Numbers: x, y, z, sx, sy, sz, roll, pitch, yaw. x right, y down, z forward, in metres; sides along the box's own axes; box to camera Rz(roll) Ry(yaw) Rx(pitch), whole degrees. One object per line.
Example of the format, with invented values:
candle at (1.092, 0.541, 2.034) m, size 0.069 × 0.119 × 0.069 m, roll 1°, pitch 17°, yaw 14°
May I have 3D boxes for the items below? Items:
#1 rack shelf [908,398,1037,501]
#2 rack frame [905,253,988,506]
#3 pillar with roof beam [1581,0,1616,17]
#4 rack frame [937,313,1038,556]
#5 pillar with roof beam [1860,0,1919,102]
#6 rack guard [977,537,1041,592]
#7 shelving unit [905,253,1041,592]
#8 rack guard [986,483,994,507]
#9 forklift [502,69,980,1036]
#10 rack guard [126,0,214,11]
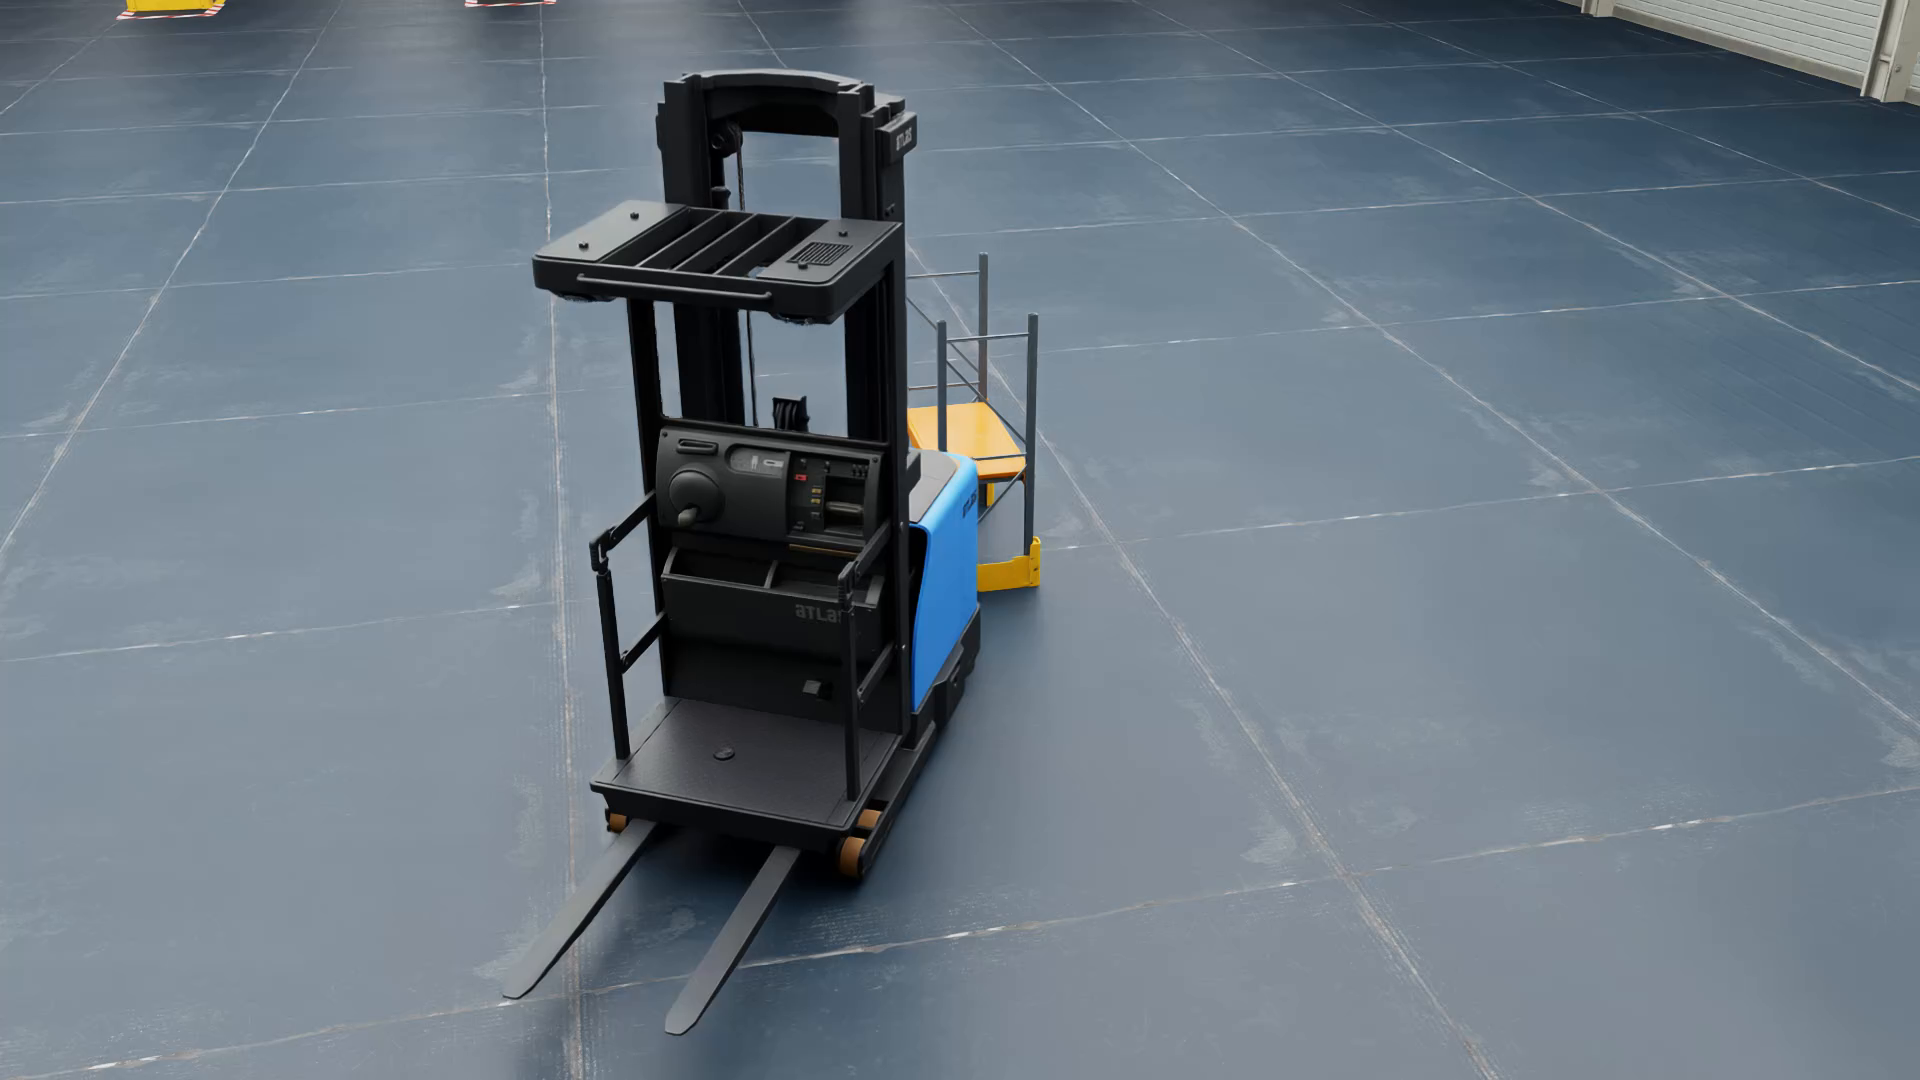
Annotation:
rack shelf at (0.019, -0.472, 8.919) m, size 0.538 × 0.185 × 1.000 m, roll -6°, pitch 27°, yaw -12°
rack frame at (-0.095, -0.855, 9.280) m, size 0.500 × 1.500 × 0.032 m, roll -6°, pitch 27°, yaw -12°
pillar with roof beam at (5.288, -11.401, 21.851) m, size 9.100 × 9.000 × 0.400 m, roll -6°, pitch 27°, yaw -12°
rack frame at (0.134, -0.409, 8.396) m, size 0.500 × 1.500 × 0.032 m, roll -6°, pitch 27°, yaw -12°
pillar with roof beam at (6.640, -8.767, 16.632) m, size 9.100 × 9.000 × 0.400 m, roll -6°, pitch 27°, yaw -12°
rack guard at (0.129, 0.141, 8.694) m, size 0.587 × 0.250 × 0.087 m, roll -6°, pitch 27°, yaw -12°
shelving unit at (0.017, -0.636, 8.846) m, size 0.587 × 1.500 × 1.083 m, roll -6°, pitch 27°, yaw -12°
rack guard at (-0.095, -0.297, 9.561) m, size 0.587 × 0.250 × 0.087 m, roll -6°, pitch 27°, yaw -12°
forklift at (-0.813, -0.165, 6.325) m, size 1.130 × 2.935 × 3.031 m, roll 8°, pitch 28°, yaw 15°
rack guard at (-11.970, -8.294, 25.128) m, size 1.175 × 0.500 × 0.348 m, roll -6°, pitch 27°, yaw -12°
